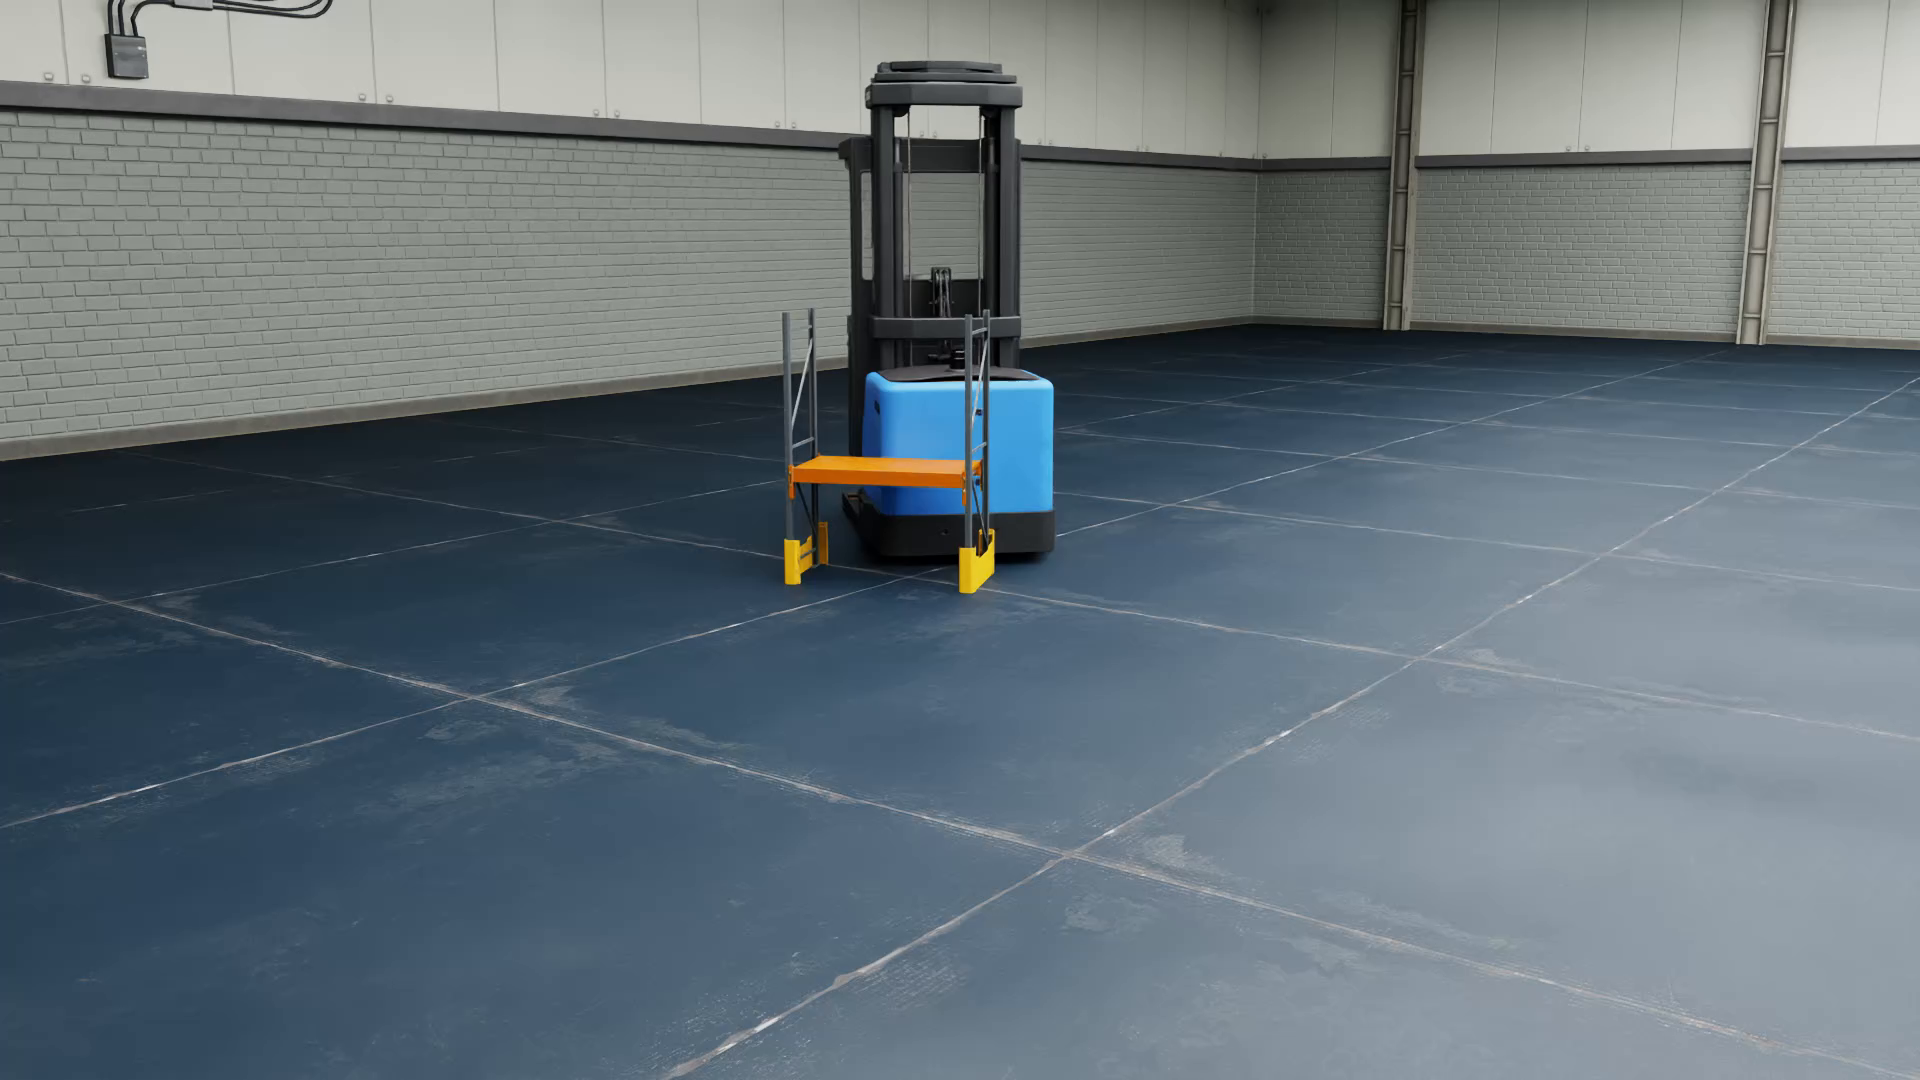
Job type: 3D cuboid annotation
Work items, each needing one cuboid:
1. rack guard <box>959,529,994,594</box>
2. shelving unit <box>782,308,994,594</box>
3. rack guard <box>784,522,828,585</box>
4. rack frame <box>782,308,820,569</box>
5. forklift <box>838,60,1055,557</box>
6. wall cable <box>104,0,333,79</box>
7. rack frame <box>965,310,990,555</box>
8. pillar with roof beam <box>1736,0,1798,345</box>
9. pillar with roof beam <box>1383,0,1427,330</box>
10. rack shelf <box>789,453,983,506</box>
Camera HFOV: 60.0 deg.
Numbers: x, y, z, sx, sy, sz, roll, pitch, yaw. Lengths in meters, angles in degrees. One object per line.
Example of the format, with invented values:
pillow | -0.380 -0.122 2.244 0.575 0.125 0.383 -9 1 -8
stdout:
rack guard | 0.095 0.114 9.283 0.087 0.250 0.587 2 11 13
shelving unit | -0.390 -0.521 9.273 1.083 1.500 0.587 2 11 13
rack guard | -0.876 0.072 9.500 0.087 0.250 0.587 2 11 13
rack frame | -0.895 -0.543 9.385 0.032 1.500 0.500 2 11 13
forklift | -0.200 -1.569 10.924 1.130 2.935 3.031 -2 11 -10
wall cable | -6.604 -7.110 14.634 0.169 6.003 2.305 8 13 36
rack frame | 0.096 -0.500 9.164 0.032 1.500 0.500 2 11 13
pillar with roof beam | 10.289 -6.943 22.729 0.400 9.000 9.100 8 13 36
pillar with roof beam | 5.453 -7.618 26.216 0.400 9.000 9.100 8 13 36
rack shelf | -0.399 -0.345 9.309 1.000 0.185 0.538 2 11 13
